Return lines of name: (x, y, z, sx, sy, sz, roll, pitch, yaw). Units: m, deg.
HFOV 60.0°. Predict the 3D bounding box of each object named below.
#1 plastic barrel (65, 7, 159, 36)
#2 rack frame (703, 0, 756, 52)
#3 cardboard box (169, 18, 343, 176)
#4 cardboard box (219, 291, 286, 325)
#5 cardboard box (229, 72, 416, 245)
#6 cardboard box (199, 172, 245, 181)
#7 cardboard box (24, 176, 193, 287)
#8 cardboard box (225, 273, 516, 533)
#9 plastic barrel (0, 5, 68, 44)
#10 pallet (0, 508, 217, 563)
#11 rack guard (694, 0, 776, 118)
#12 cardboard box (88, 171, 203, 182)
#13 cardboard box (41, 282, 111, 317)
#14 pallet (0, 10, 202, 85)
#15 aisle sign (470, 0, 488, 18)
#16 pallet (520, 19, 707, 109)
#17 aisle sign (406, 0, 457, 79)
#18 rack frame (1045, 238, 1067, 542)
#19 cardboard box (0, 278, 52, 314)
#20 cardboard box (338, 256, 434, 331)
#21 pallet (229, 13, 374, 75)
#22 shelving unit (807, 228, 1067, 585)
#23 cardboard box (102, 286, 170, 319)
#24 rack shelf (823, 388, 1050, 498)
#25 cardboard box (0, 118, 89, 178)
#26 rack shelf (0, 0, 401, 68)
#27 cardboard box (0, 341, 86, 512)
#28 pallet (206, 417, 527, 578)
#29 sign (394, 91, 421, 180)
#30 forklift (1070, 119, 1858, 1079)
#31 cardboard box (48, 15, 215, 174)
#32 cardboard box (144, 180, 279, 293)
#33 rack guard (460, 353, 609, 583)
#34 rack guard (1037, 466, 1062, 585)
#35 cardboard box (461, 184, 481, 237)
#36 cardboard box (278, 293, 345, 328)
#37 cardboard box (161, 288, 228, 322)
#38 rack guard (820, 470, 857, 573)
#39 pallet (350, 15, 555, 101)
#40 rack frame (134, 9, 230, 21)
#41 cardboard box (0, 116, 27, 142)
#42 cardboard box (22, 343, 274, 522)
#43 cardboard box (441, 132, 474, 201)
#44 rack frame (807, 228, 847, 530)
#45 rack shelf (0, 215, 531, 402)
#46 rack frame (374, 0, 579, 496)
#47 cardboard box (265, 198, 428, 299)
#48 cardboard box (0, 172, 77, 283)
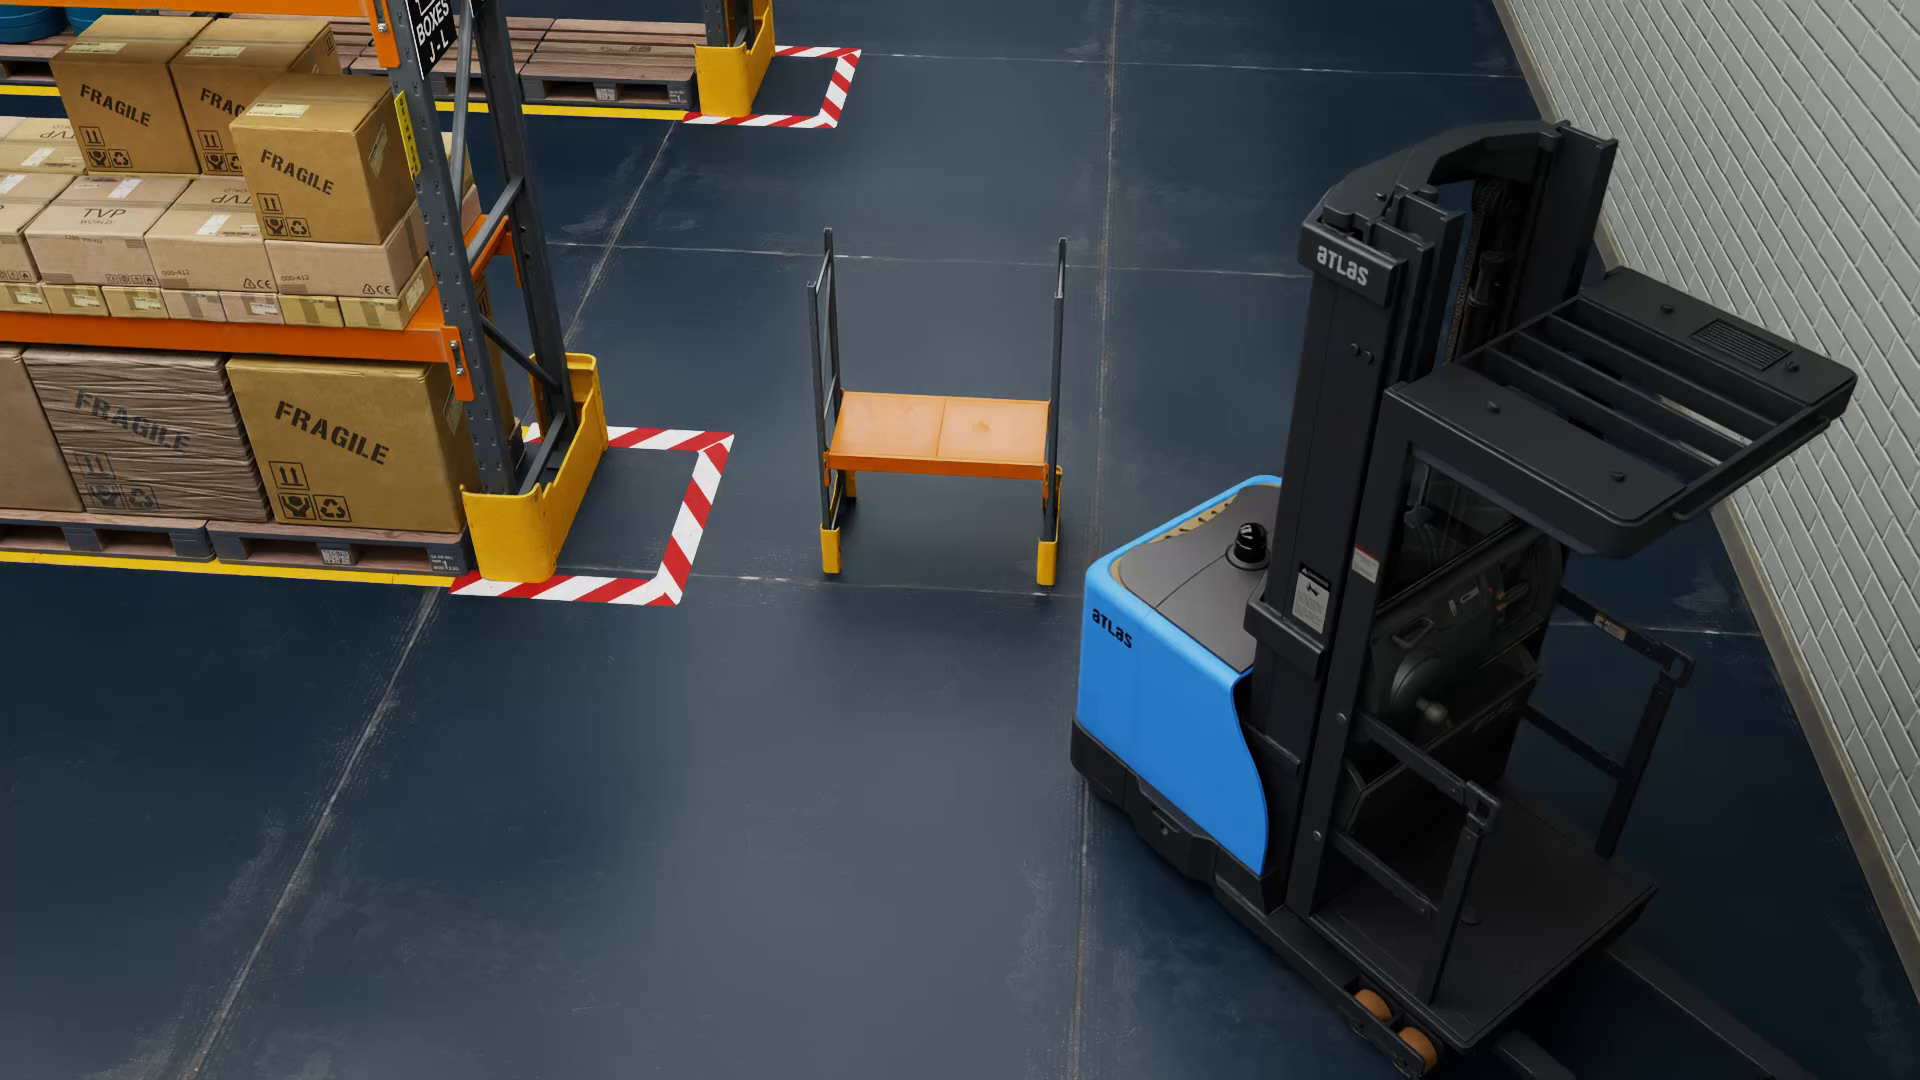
plastic barrel: (-6.138, -4.061, 11.863, 0.708, 0.901, 0.600, 3, 39, 4)
rack frame: (-1.612, -4.453, 11.016, 0.127, 3.000, 1.000, 3, 39, 4)
cardboard box: (-2.992, -1.910, 7.179, 0.500, 0.500, 0.500, 2, 39, 3)
cardboard box: (-2.933, -1.081, 7.071, 0.250, 0.149, 0.380, 3, 39, 4)
cardboard box: (-2.547, -1.548, 6.735, 0.500, 0.500, 0.500, 4, 39, 4)
cardboard box: (-3.013, -1.616, 7.412, 0.500, 0.250, 0.500, 3, 39, 3)
cardboard box: (-3.557, -1.311, 7.038, 0.500, 0.250, 0.500, 2, 39, 2)
cardboard box: (-2.684, -0.662, 7.708, 0.875, 0.875, 0.875, 3, 39, 4)
plastic barrel: (-6.843, -4.099, 11.910, 0.708, 0.901, 0.600, 3, 39, 4)
pallet: (-4.055, -0.319, 8.146, 1.213, 0.211, 1.003, 3, 39, 4)
rack guard: (-1.587, -3.491, 11.813, 0.348, 0.500, 1.175, 3, 39, 4)
cardboard box: (-3.513, -1.645, 7.449, 0.500, 0.250, 0.500, 2, 39, 2)
cardboard box: (-3.699, -1.122, 7.121, 0.250, 0.149, 0.380, 3, 39, 4)
pallet: (-6.362, -3.658, 12.247, 1.213, 0.211, 1.003, 3, 39, 4)
aisle sign: (-1.942, -2.531, 6.595, 0.004, 0.787, 0.394, 3, 39, 4)
pallet: (-2.430, -3.441, 11.981, 1.213, 0.211, 1.003, 3, 39, 4)
aisle sign: (-1.993, -2.154, 6.131, 0.004, 0.787, 0.394, 3, 39, 4)
rack frame: (0.421, -0.559, 7.419, 0.032, 1.500, 0.500, 3, 39, 4)
cardboard box: (-3.945, -1.137, 7.140, 0.250, 0.149, 0.380, 4, 39, 5)
cardboard box: (-2.422, -1.053, 7.037, 0.250, 0.149, 0.380, 4, 39, 5)
pallet: (-4.861, -3.574, 12.144, 1.213, 0.211, 1.003, 3, 39, 4)
shelving unit: (-0.076, -0.586, 7.452, 1.083, 1.500, 0.587, 3, 39, 4)
cardboard box: (-3.440, -1.108, 7.104, 0.250, 0.149, 0.380, 2, 39, 3)
rack shelf: (-0.085, -0.447, 7.566, 1.000, 0.185, 0.538, 3, 39, 4)
cardboard box: (-4.033, -1.670, 7.480, 0.500, 0.250, 0.500, 2, 39, 3)
rack shelf: (-4.032, -2.332, 6.603, 4.000, 0.370, 1.077, 3, 39, 4)
cardboard box: (-4.477, -0.760, 7.828, 0.875, 0.875, 0.875, 3, 39, 4)
pallet: (-2.843, -0.251, 8.062, 1.213, 0.211, 1.003, 3, 39, 4)
sign: (-2.100, -1.539, 6.330, 0.005, 0.325, 0.100, 3, 39, 4)
forklift: (1.754, 0.332, 5.191, 1.130, 2.935, 3.031, -27, 46, -29)
cardboard box: (-3.509, -1.934, 7.209, 0.500, 0.500, 0.500, 2, 39, 3)
cardboard box: (-3.050, -1.283, 7.004, 0.500, 0.250, 0.500, 2, 39, 3)
rack guard: (-2.015, -0.368, 7.976, 0.348, 0.500, 1.175, 3, 39, 4)
rack guard: (0.420, -0.074, 7.813, 0.087, 0.250, 0.587, 3, 39, 4)
cardboard box: (-2.365, -1.468, 7.547, 0.250, 0.149, 0.380, 4, 39, 4)
cardboard box: (-2.682, -1.066, 7.053, 0.250, 0.149, 0.380, 4, 39, 4)
cardboard box: (-3.181, -1.095, 7.089, 0.250, 0.149, 0.380, 4, 39, 5)
rack guard: (-0.572, -0.128, 7.880, 0.087, 0.250, 0.587, 3, 39, 4)
pallet: (-3.642, -3.509, 12.065, 1.213, 0.211, 1.003, 3, 39, 4)
rack frame: (-5.597, -4.671, 11.283, 0.127, 3.000, 1.000, 3, 39, 4)
cardboard box: (-4.538, -1.700, 7.516, 0.500, 0.250, 0.500, 4, 39, 5)
cardboard box: (-3.590, -0.711, 7.769, 0.875, 0.875, 0.875, 3, 39, 4)
cardboard box: (-2.494, -1.591, 7.383, 0.500, 0.250, 0.500, 2, 39, 3)
rack frame: (-0.591, -0.614, 7.487, 0.032, 1.500, 0.500, 3, 39, 4)
rack shelf: (-4.032, -1.168, 7.549, 4.000, 0.370, 1.077, 3, 39, 4)
rack frame: (-2.039, -1.338, 7.189, 0.127, 3.000, 1.000, 3, 39, 4)
cardboard box: (-2.545, -1.255, 6.969, 0.500, 0.250, 0.500, 3, 39, 3)
cardboard box: (-4.077, -1.336, 7.069, 0.500, 0.250, 0.500, 3, 39, 4)
